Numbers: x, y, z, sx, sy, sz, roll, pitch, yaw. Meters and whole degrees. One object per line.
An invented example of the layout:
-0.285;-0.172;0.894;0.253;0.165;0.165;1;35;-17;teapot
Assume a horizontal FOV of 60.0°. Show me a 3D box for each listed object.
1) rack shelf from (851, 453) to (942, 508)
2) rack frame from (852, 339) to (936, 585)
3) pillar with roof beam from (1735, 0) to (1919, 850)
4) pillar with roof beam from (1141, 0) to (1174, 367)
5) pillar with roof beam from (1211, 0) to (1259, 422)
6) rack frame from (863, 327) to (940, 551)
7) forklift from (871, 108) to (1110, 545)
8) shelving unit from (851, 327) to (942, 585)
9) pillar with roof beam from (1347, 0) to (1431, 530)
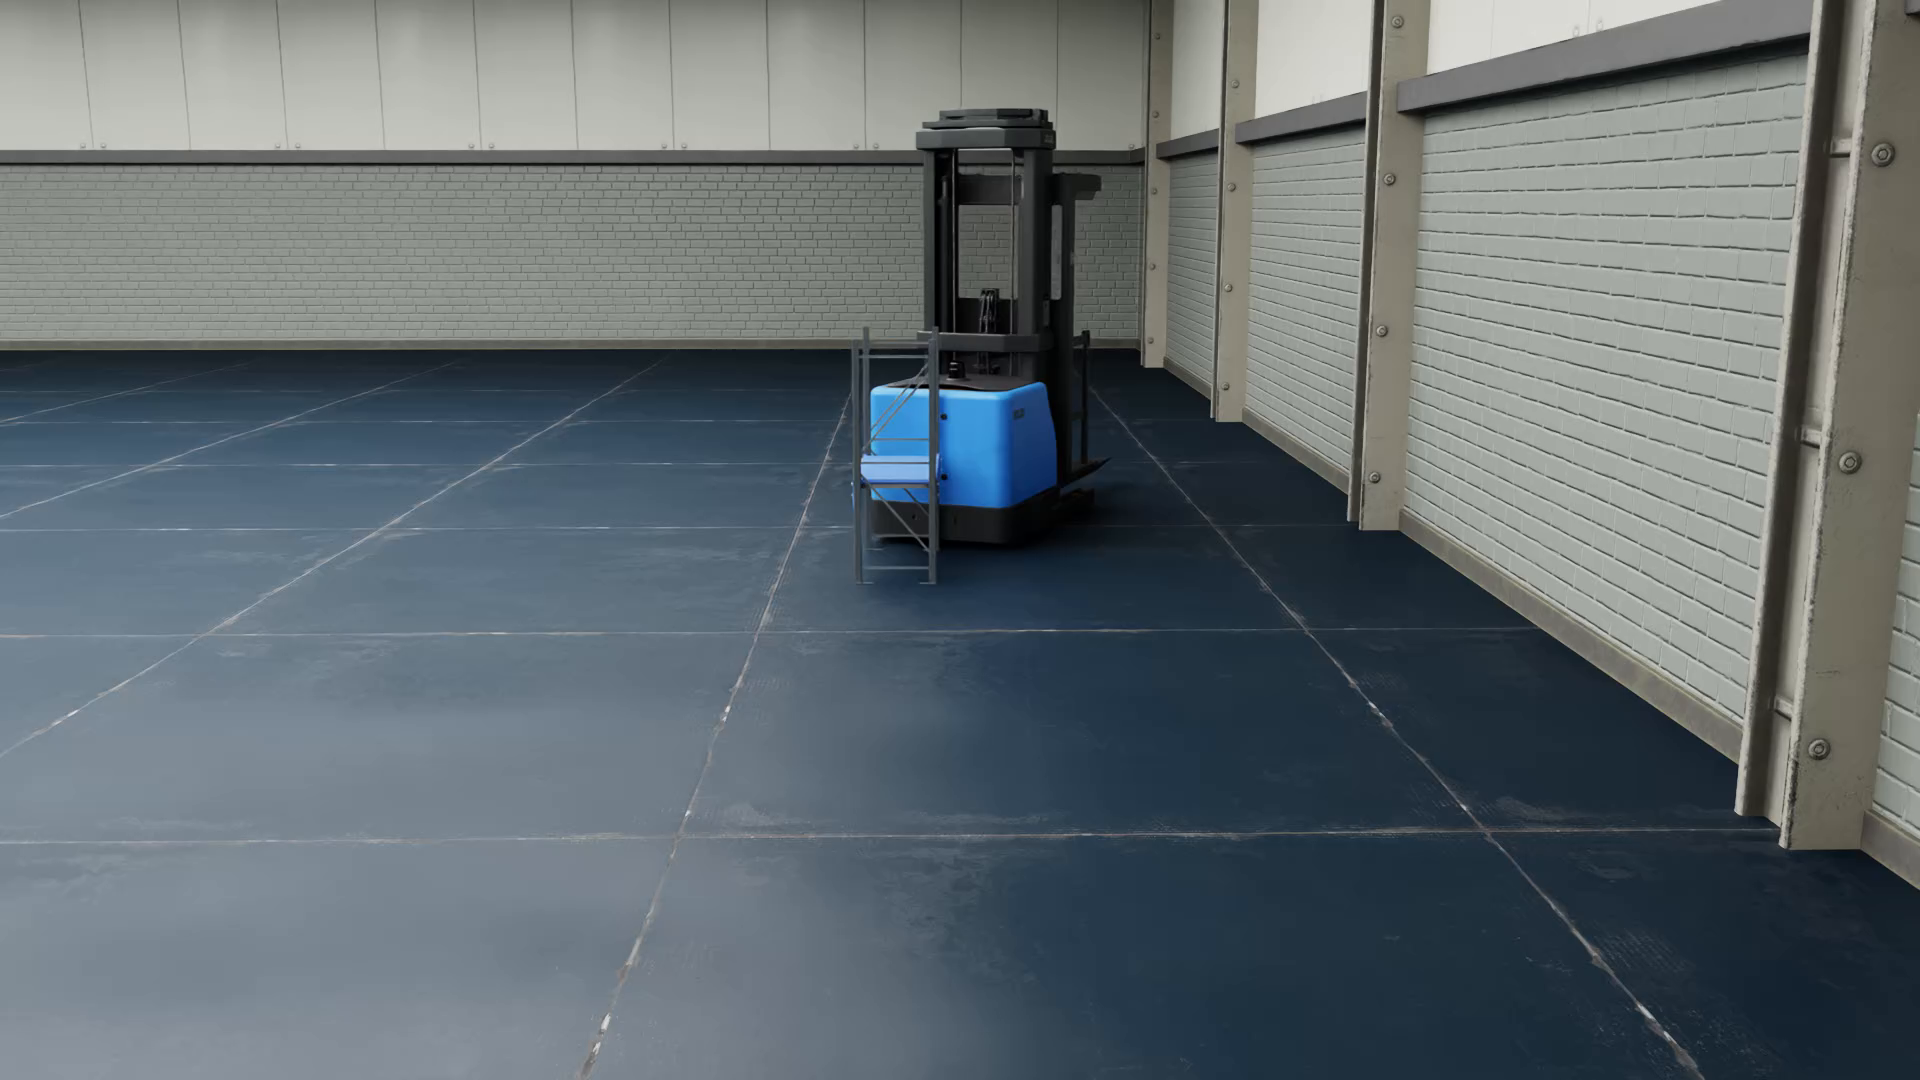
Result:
-0.391;-0.386;10.594;0.538;0.185;1.000;0;11;0;rack shelf
-0.395;-0.461;10.060;0.500;1.500;0.032;0;11;0;rack frame
-1.161;-3.310;5.243;9.100;9.000;0.400;0;11;-1;pillar with roof beam
-1.533;-6.888;22.880;9.100;9.000;0.400;0;11;-1;pillar with roof beam
-1.409;-5.696;17.001;9.100;9.000;0.400;0;11;-1;pillar with roof beam
-0.388;-0.663;11.056;0.500;1.500;0.032;0;11;0;rack frame
0.386;-1.653;12.335;1.130;2.935;3.031;4;12;21;forklift
-0.391;-0.562;10.558;0.538;1.500;1.048;0;11;0;shelving unit
-1.285;-4.503;11.122;9.100;9.000;0.400;0;11;-1;pillar with roof beam
